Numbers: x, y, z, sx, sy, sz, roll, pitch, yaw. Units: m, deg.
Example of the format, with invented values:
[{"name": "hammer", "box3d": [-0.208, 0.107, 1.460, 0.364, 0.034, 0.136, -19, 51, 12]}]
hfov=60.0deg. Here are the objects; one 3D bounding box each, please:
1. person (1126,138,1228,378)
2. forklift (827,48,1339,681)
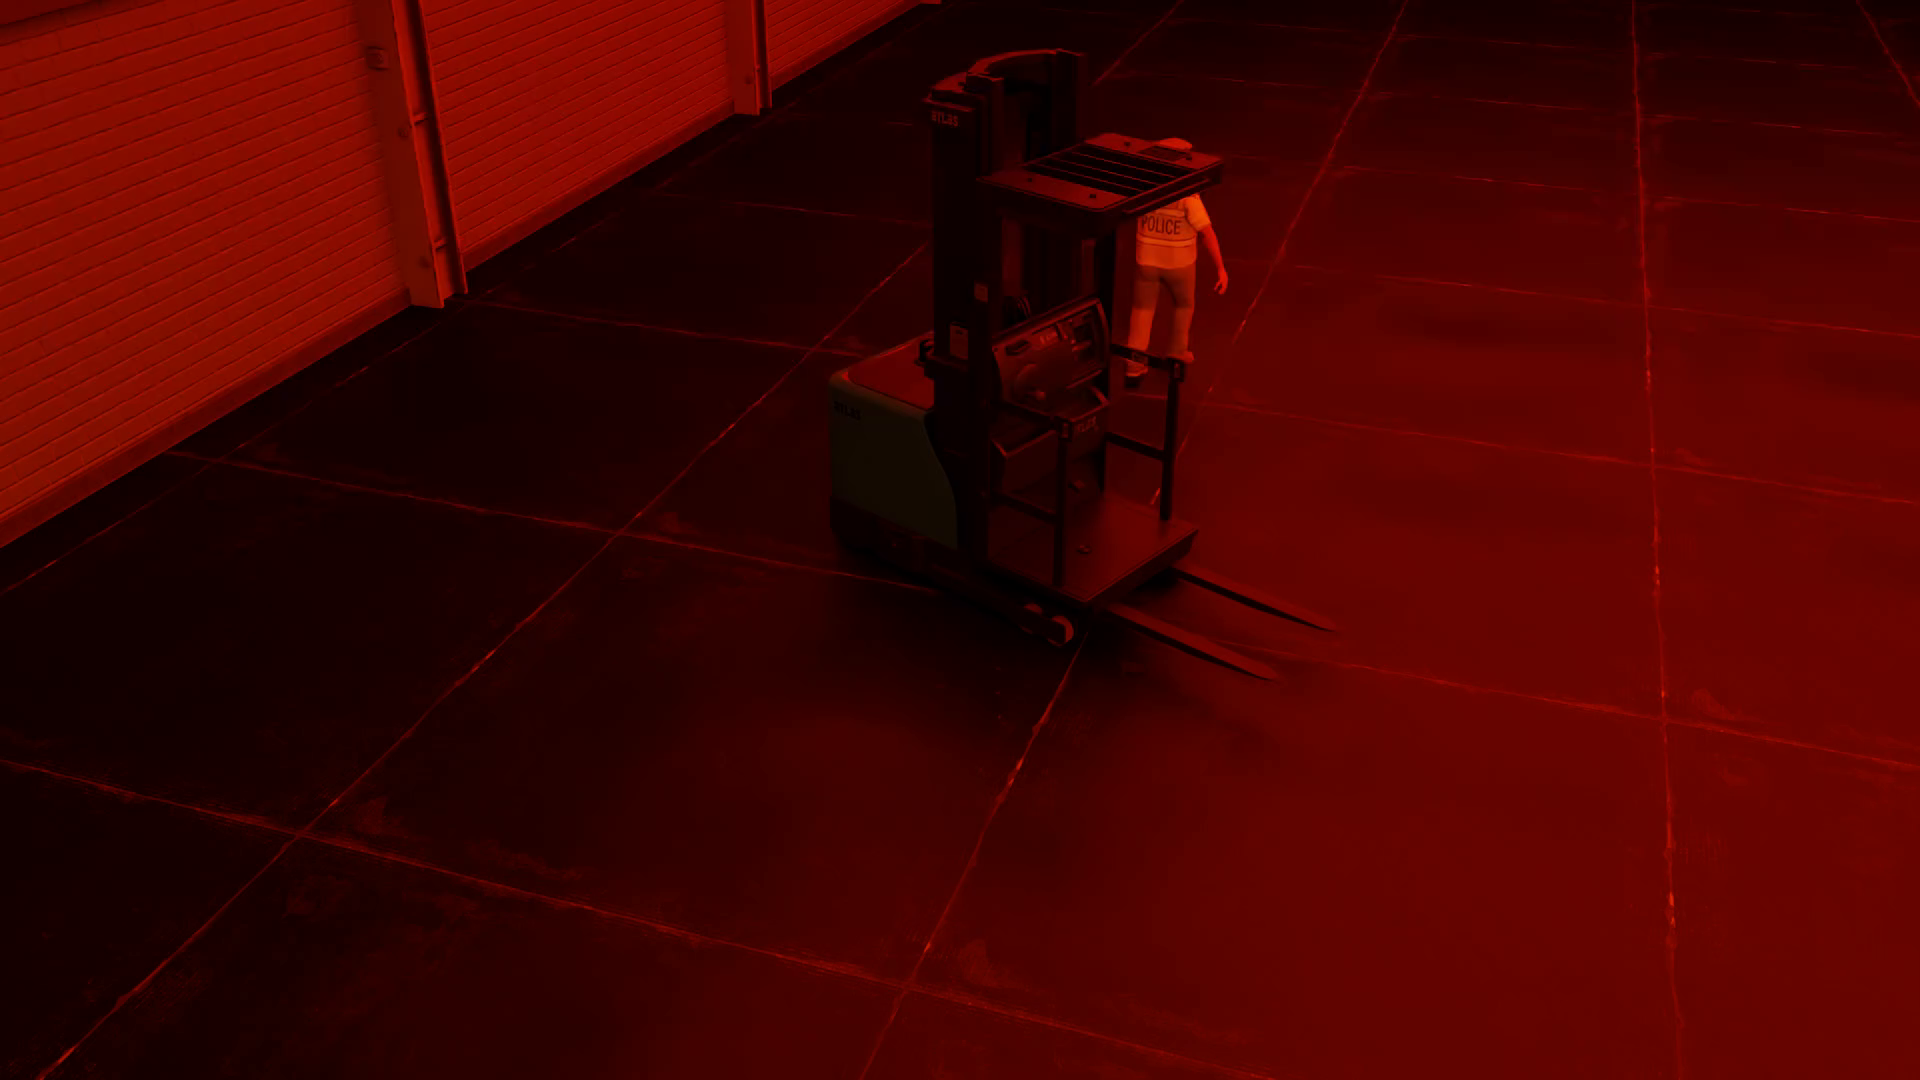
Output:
[{"name": "person", "box3d": [1.504, -2.000, 11.881, 0.967, 1.728, 0.769, 13, 32, 21]}, {"name": "forklift", "box3d": [0.657, -0.988, 8.870, 3.031, 2.935, 1.130, 23, 37, 35]}]
